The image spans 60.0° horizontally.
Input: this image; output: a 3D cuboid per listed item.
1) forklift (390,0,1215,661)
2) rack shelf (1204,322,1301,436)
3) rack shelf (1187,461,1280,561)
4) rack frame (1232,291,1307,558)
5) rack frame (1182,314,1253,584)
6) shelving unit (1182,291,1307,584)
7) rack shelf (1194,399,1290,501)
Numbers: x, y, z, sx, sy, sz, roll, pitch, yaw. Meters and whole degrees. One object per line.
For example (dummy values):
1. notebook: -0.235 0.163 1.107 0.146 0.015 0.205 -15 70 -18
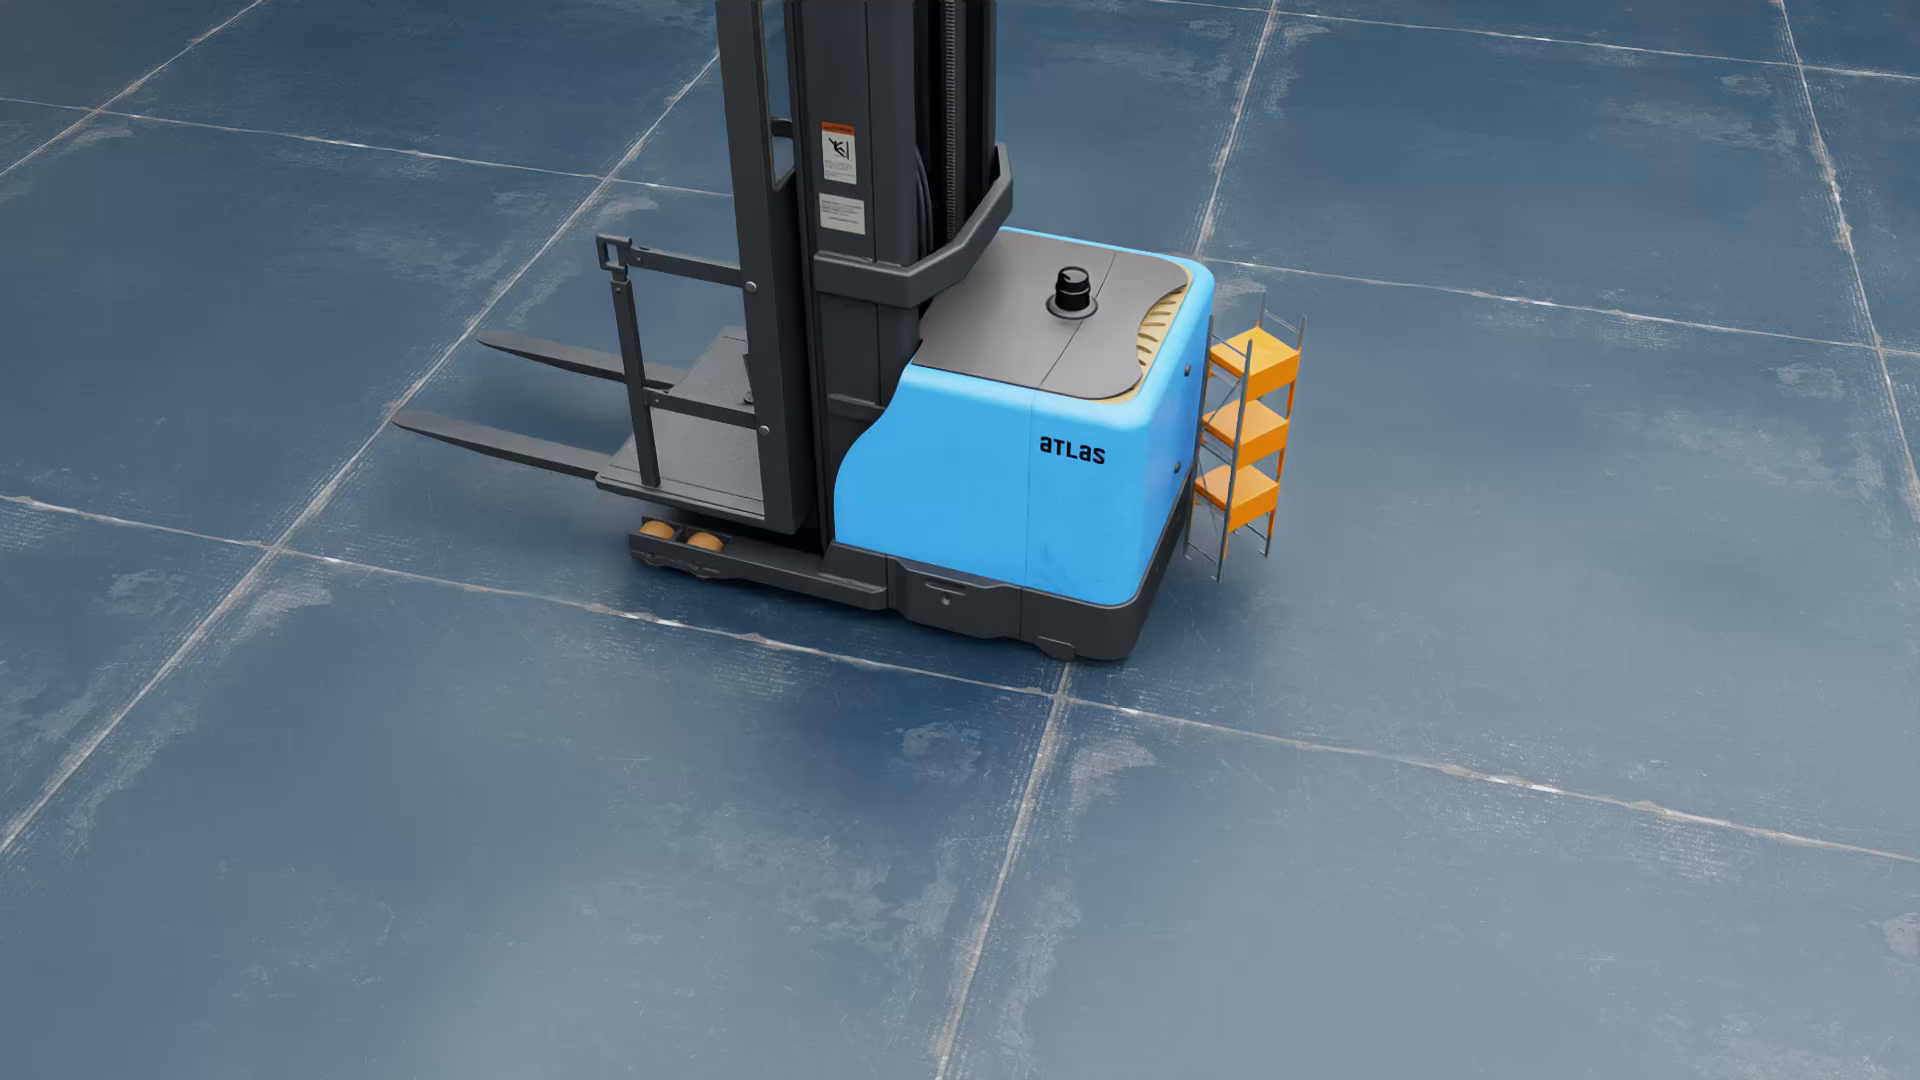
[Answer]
1. forklift: -0.682 -1.288 5.504 3.031 2.935 1.130 13 42 15
2. rack shelf: 0.986 -0.551 5.664 0.240 0.259 0.215 -25 46 -27
3. rack shelf: 0.987 -0.121 6.026 0.240 0.259 0.215 -25 46 -27
4. rack frame: 1.085 -0.388 5.896 0.008 1.050 0.200 -25 46 -27
5. rack frame: 0.888 -0.295 5.785 0.008 1.050 0.200 -25 46 -27
6. shelving unit: 0.987 -0.342 5.840 0.252 1.050 0.215 -25 46 -27
7. rack shelf: 0.987 -0.334 5.847 0.240 0.259 0.215 -25 46 -27
